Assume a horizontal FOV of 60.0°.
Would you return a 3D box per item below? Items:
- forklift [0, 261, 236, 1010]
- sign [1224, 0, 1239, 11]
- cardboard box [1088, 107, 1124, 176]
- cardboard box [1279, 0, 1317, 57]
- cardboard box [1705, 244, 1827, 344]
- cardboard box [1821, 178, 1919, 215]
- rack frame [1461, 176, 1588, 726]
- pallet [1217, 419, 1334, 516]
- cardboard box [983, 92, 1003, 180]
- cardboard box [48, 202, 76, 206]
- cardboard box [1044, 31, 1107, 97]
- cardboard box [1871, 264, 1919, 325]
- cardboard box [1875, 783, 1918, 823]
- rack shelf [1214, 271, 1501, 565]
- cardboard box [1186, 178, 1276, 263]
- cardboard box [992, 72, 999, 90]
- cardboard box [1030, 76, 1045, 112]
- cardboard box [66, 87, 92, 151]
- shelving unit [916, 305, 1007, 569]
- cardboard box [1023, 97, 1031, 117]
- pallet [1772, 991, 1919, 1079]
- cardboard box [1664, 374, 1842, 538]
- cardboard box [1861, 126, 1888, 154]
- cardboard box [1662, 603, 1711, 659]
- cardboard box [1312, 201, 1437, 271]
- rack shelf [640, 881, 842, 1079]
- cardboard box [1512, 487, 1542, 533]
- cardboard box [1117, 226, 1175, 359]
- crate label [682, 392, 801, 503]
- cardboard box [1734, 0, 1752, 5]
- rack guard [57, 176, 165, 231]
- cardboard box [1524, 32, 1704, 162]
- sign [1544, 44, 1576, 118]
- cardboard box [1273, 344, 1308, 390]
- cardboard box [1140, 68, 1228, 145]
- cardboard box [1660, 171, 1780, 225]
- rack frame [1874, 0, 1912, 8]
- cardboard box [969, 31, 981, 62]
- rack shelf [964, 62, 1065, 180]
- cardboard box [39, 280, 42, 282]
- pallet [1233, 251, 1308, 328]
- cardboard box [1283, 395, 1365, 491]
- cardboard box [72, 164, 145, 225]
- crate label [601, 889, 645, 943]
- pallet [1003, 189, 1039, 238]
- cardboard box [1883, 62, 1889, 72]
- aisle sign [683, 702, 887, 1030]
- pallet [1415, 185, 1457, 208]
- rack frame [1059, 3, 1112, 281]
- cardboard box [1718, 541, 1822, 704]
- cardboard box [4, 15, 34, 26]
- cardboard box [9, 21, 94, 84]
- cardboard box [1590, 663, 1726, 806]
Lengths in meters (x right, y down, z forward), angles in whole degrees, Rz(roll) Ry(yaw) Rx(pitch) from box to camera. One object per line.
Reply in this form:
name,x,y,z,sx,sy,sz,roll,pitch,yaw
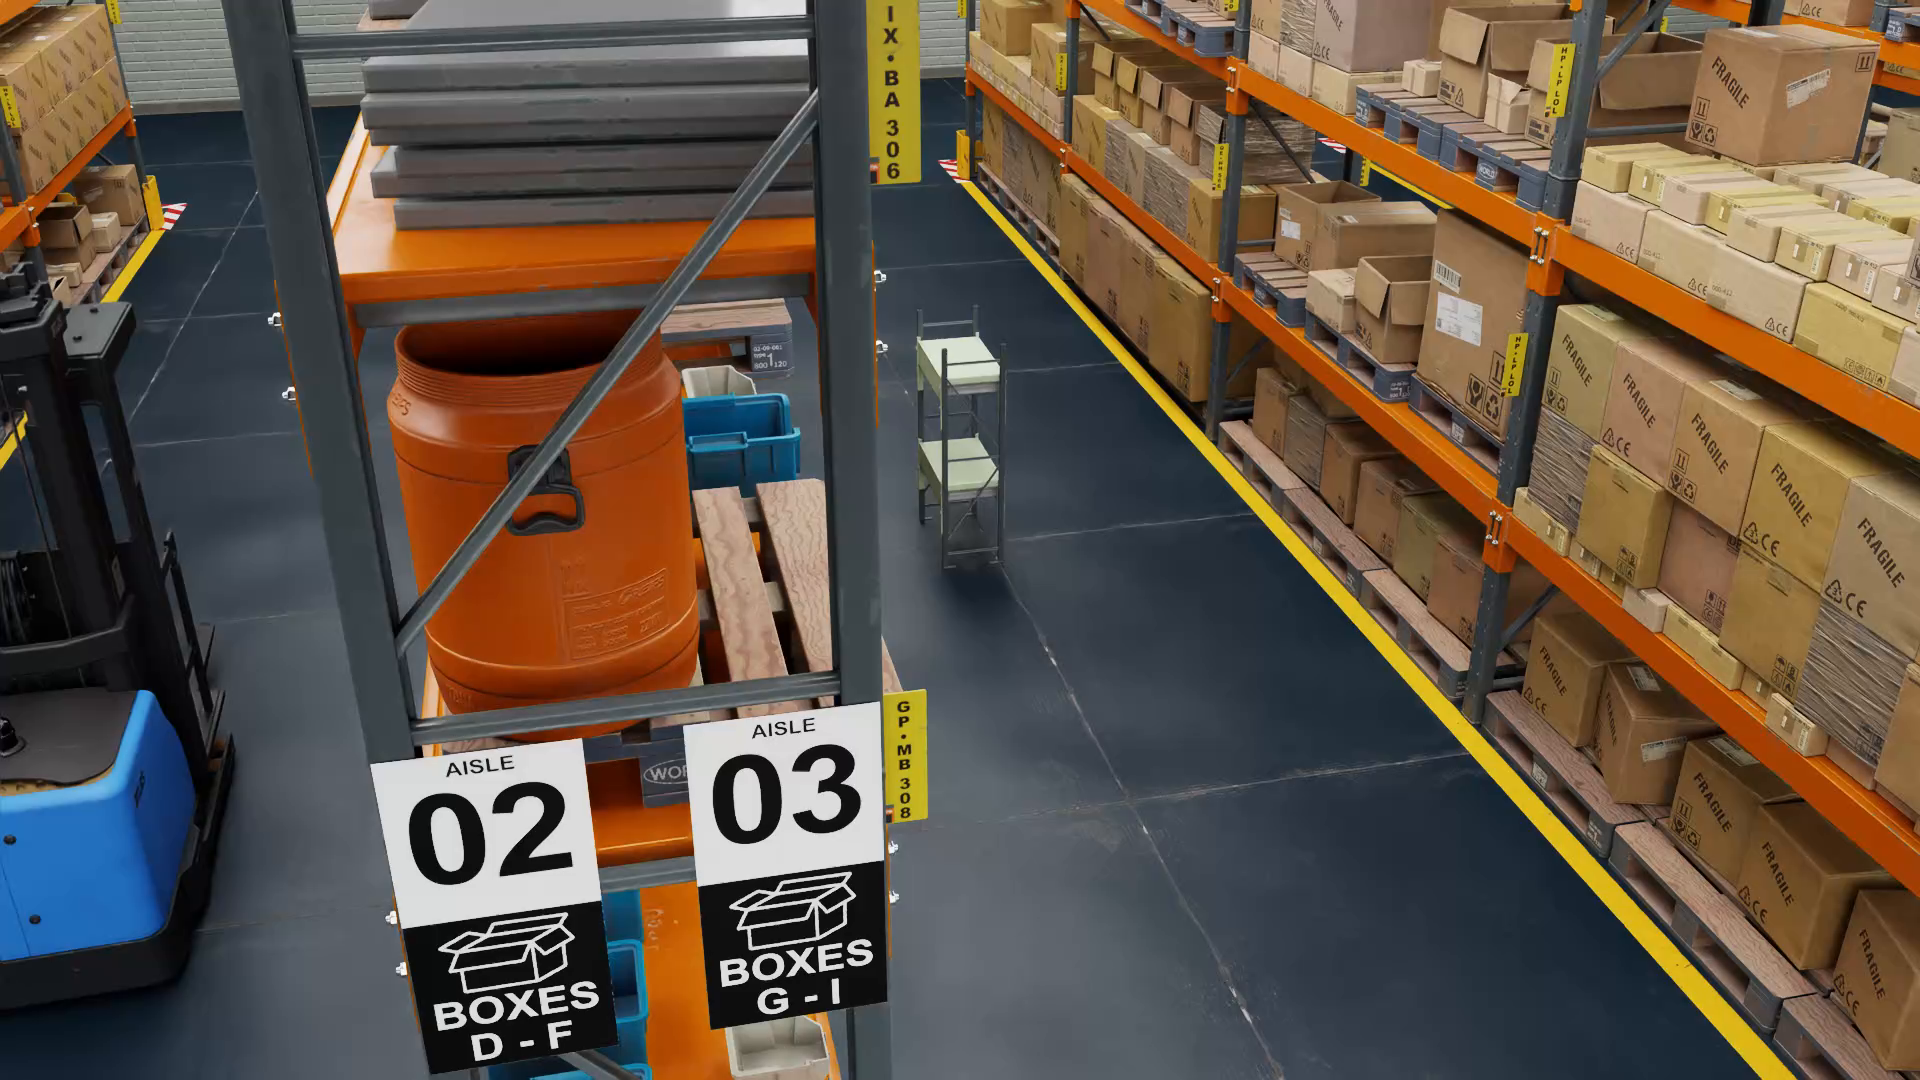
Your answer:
forklift,-4.275,0.059,7.726,1.130,2.935,3.031,-7,28,-14
sign,1.824,-3.710,11.126,0.100,0.325,0.005,-6,27,-12
cardboard box,1.440,-3.510,14.610,0.500,0.500,0.500,-6,27,-12
cardboard box,2.333,-3.308,10.328,0.500,0.500,0.500,-6,27,-11
cardboard box,3.346,-0.999,6.584,0.500,0.250,0.500,-7,28,-14
cardboard box,3.822,-1.391,6.919,0.380,0.149,0.250,-7,28,-13
rack frame,3.268,-0.401,8.562,1.000,3.000,0.127,-6,27,-12
pallet,2.542,-0.569,11.989,1.003,0.211,1.213,-6,27,-12
cardboard box,0.786,-4.635,18.843,0.875,0.875,0.875,-6,27,-12
cardboard box,-9.329,-3.370,17.119,0.380,0.149,0.250,-6,27,-12
cardboard box,1.101,-4.488,15.664,0.500,0.500,0.500,-5,27,-10
cardboard box,3.501,-0.882,5.911,0.380,0.149,0.250,-7,28,-14
cardboard box,3.685,0.923,6.217,0.380,0.149,0.250,-6,27,-12
rack shelf,2.818,-0.958,10.464,1.077,0.370,4.000,-6,27,-12
cardboard box,2.014,-2.393,12.398,0.500,0.500,0.500,-5,27,-10
cardboard box,0.556,-4.917,17.787,0.380,0.149,0.250,-6,27,-13
cardboard box,0.991,-4.373,16.268,0.500,0.250,0.500,-5,27,-10
cardboard box,-8.381,-3.872,15.328,0.500,0.500,0.500,-6,27,-12
shelving unit,0.002,-0.667,10.753,0.431,1.500,0.755,-6,27,-12
cardboard box,0.845,-4.353,16.671,0.380,0.149,0.250,-5,27,-11
pallet,4.004,2.206,6.491,1.003,0.211,1.213,-6,27,-12
cardboard box,3.348,-0.363,6.935,0.500,0.500,0.500,-6,27,-12
cardboard box,7.306,-3.182,13.224,0.380,0.149,0.250,-6,27,-12
cardboard box,3.329,0.382,7.289,0.380,0.149,0.250,-6,27,-12
cardboard box,2.751,-1.921,10.997,0.700,0.500,0.500,-2,27,-4
rack shelf,-1.106,1.301,5.988,1.077,0.370,4.000,-6,27,-12
cardboard box,3.024,-0.164,8.371,0.380,0.149,0.250,-6,27,-12
cardboard box,2.038,-2.093,13.807,1.225,0.875,0.875,-6,27,-11
crate label,-0.756,-0.270,5.139,0.502,0.251,0.408,-6,27,-12
cardboard box,6.612,-4.663,13.566,0.500,0.500,0.500,-6,27,-12
rack guard,-9.071,-3.515,17.507,1.175,0.500,0.348,-6,27,-12
cardboard box,3.259,-2.190,8.197,0.797,0.503,0.637,-7,28,-14
sign,2.728,-2.089,7.566,0.100,0.325,0.005,-6,27,-12
cardboard box,2.547,-1.281,11.760,0.500,0.250,0.500,-5,27,-9
cardboard box,1.916,-3.552,13.581,0.797,0.503,0.637,-5,27,-10
cardboard box,3.208,-1.446,7.026,0.380,0.149,0.250,-6,27,-11
rack frame,7.222,-5.295,11.599,1.000,3.000,0.127,-6,27,-12
cardboard box,0.409,-5.497,18.494,0.500,0.250,0.500,-7,28,-13
rack shelf,1.015,-4.470,17.422,1.077,0.370,4.000,-6,27,-12
cardboard box,-7.796,-1.802,13.623,0.500,0.500,0.500,-6,27,-12
pallet,2.631,-1.769,11.486,1.213,0.211,1.003,-6,27,-12
cardboard box,2.675,-0.703,11.447,0.700,0.500,0.500,-8,28,-16
cardboard box,-8.726,-3.532,17.050,0.500,0.500,0.500,-6,27,-12
crate label,-1.334,1.062,5.625,0.502,0.435,0.616,-6,27,-12
pallet,1.092,-3.547,17.889,1.003,0.211,1.213,-6,27,-12
cardboard box,10.518,-5.586,18.724,0.500,0.500,0.500,-6,27,-12
aisle sign,-0.354,0.699,3.497,0.394,0.787,0.004,-6,27,-12
pallet,5.856,-3.955,18.699,1.003,0.211,1.213,-6,27,-12
rack frame,1.465,-3.913,15.520,1.000,3.000,0.127,-6,27,-12
cardboard box,3.671,0.281,6.769,0.875,0.500,0.500,-6,27,-12
cardboard box,-9.120,-4.705,15.869,0.500,0.500,0.500,-6,27,-11
cardboard box,-8.484,-4.539,15.541,0.500,0.500,0.500,-5,27,-10
cardboard box,3.456,0.958,8.178,0.500,0.500,0.500,2,27,5
